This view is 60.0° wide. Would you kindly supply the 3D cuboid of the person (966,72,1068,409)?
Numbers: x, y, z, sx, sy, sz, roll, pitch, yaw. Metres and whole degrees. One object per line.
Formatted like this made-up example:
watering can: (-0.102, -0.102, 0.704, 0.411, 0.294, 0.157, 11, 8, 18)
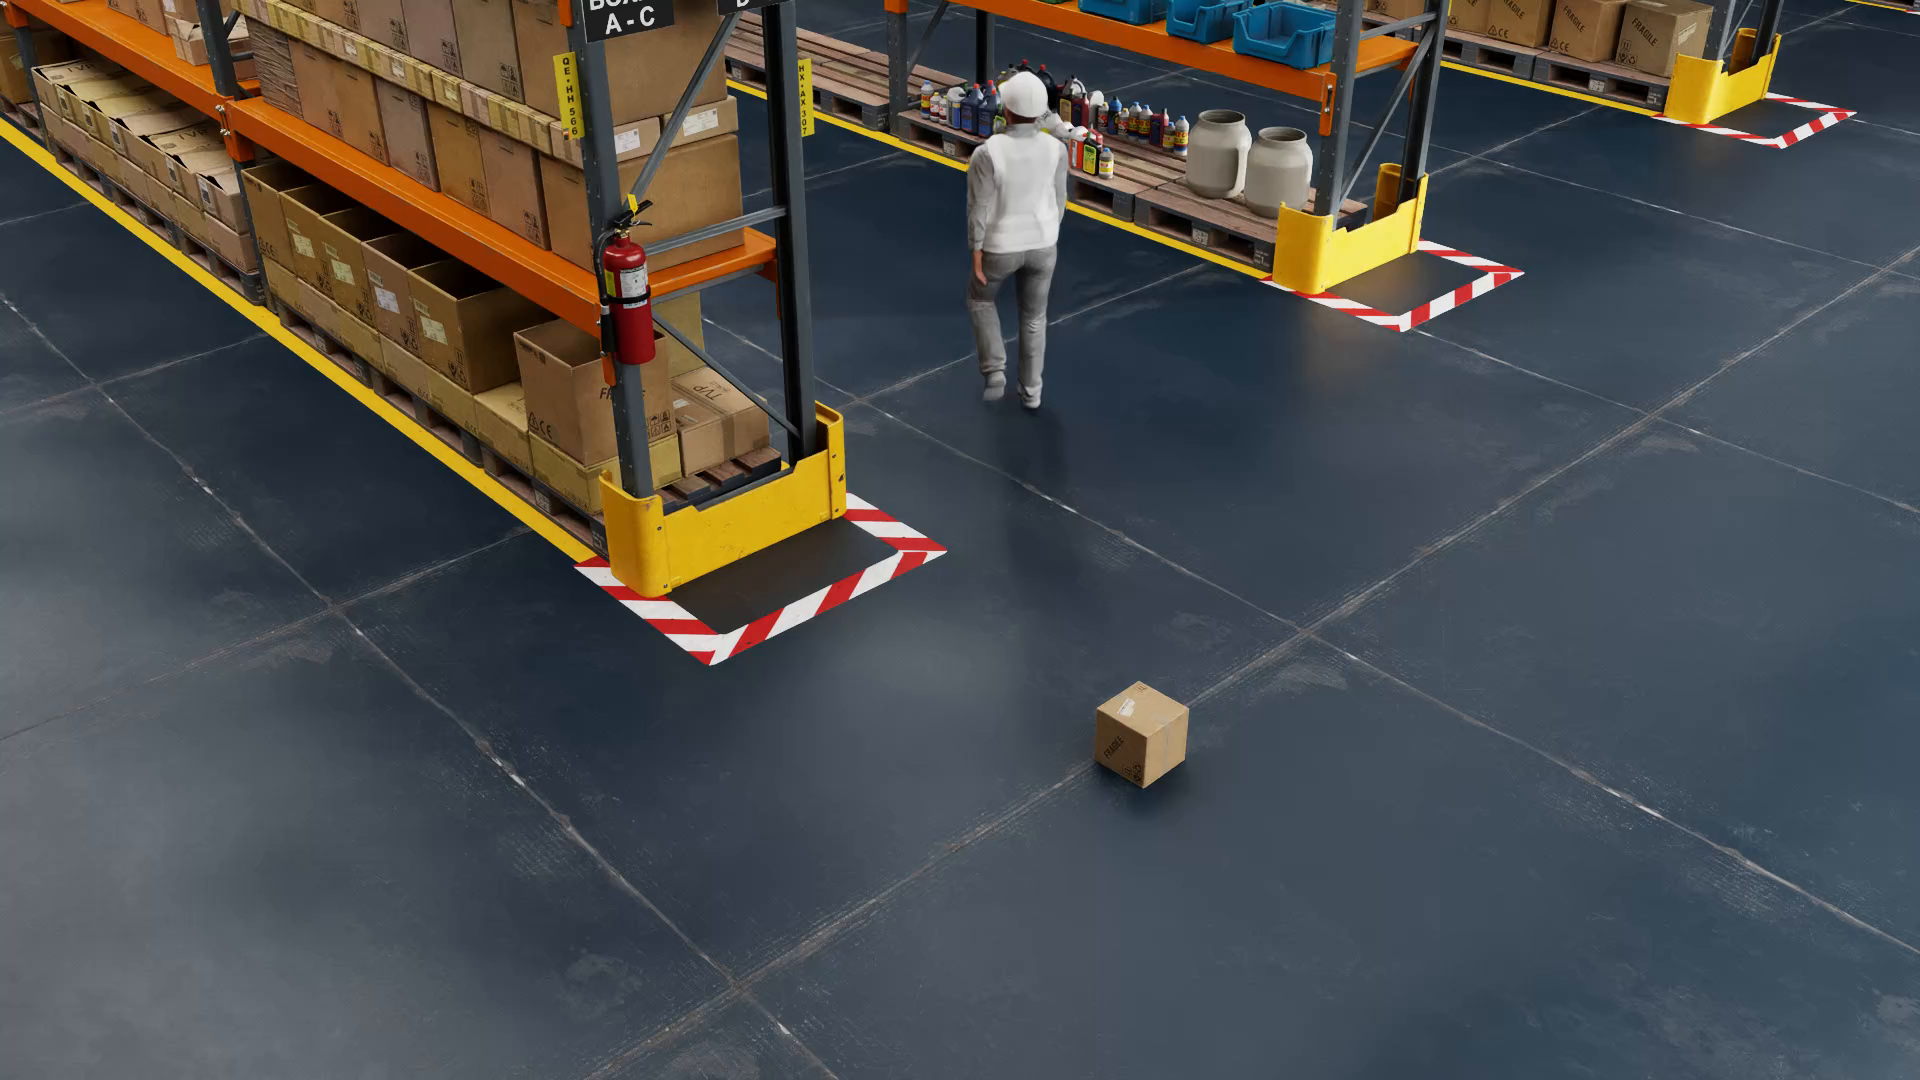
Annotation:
person: (0.282, -1.535, 8.578, 0.527, 1.784, 0.447, -5, 32, -8)
